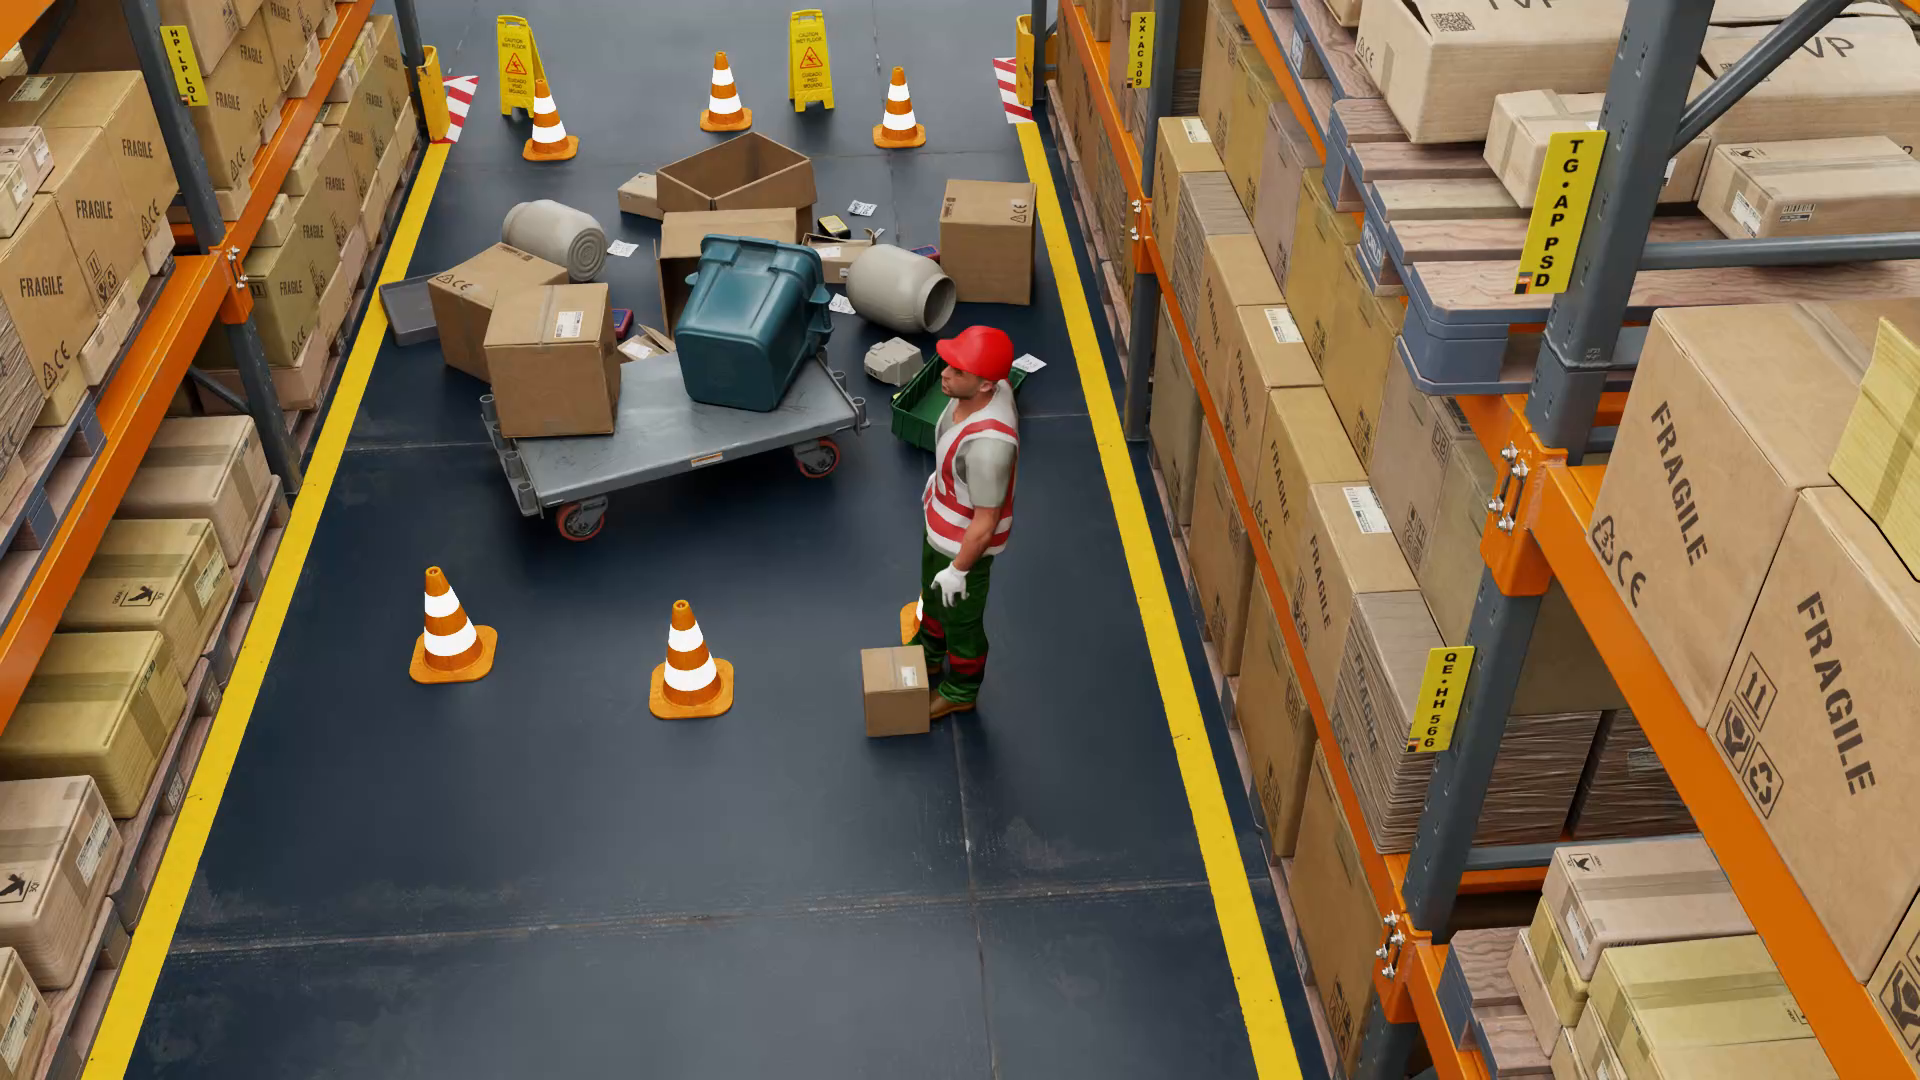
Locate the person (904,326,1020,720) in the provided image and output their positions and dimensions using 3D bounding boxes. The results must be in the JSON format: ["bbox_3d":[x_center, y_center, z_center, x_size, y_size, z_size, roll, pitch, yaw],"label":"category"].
[{"bbox_3d":[-0.069,-0.036,6.165,0.564,1.788,0.624,-3,39,-4],"label":"person"}]
